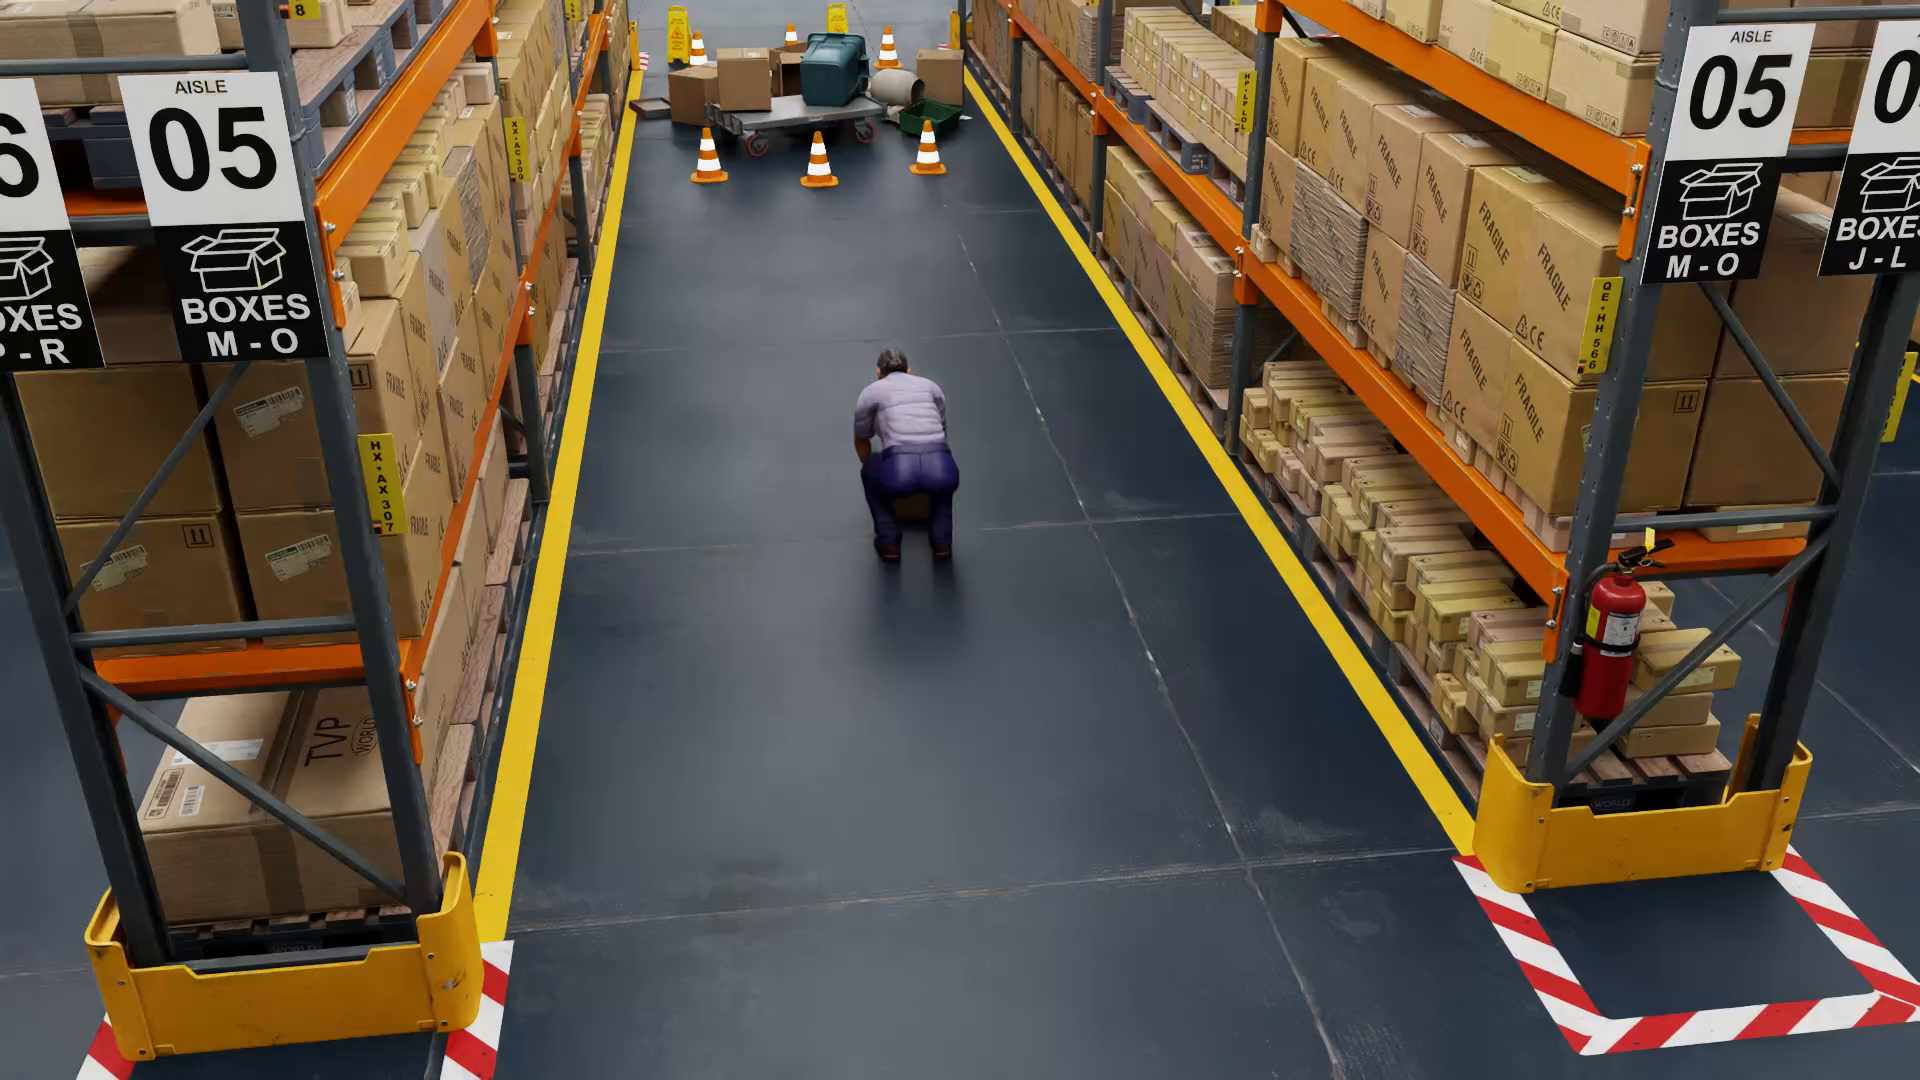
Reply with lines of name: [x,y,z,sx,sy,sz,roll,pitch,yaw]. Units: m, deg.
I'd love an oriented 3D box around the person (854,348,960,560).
person: [-0.282,-0.438,8.725,0.526,0.973,0.736,-4,28,-7]
